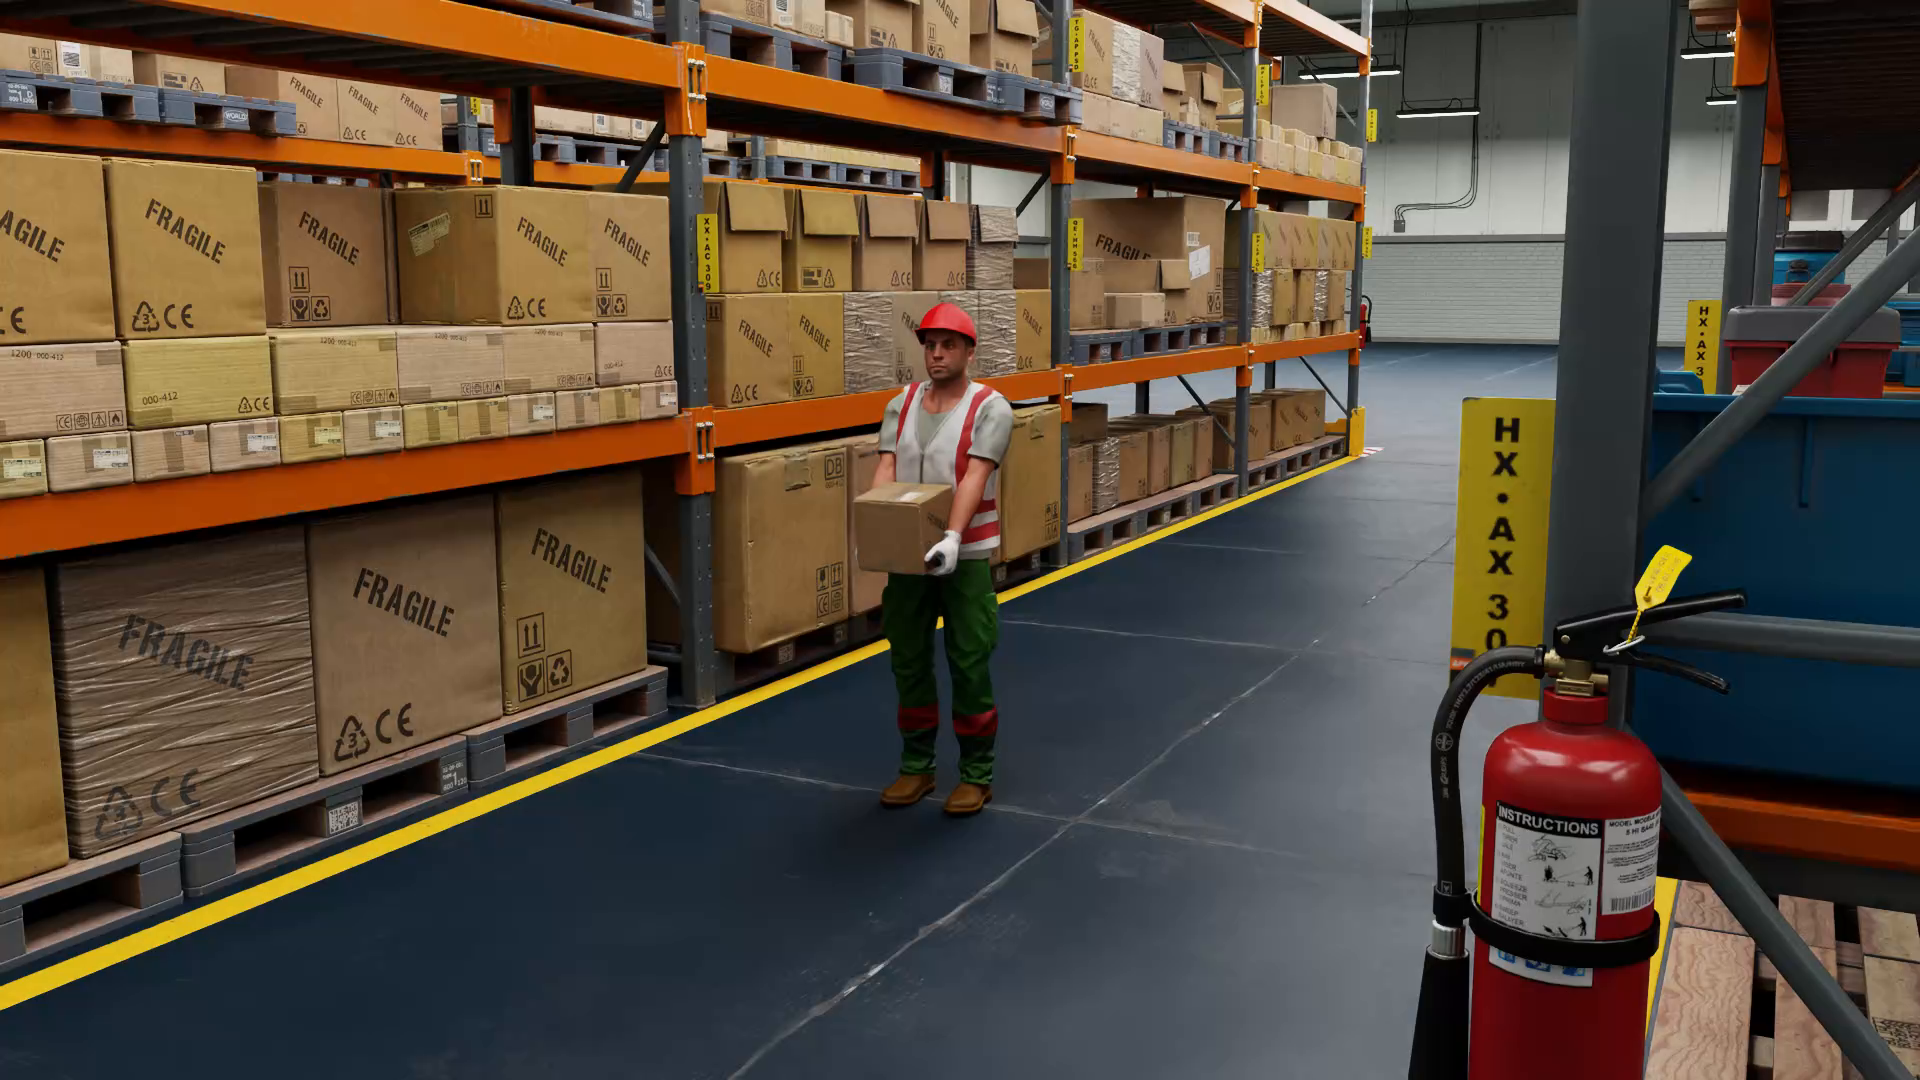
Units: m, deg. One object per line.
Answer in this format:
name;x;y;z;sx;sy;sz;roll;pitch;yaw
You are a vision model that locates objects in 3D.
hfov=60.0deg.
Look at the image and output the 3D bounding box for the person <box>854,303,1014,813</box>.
person;-0.098;0.076;5.806;0.495;1.787;0.561;4;10;26
